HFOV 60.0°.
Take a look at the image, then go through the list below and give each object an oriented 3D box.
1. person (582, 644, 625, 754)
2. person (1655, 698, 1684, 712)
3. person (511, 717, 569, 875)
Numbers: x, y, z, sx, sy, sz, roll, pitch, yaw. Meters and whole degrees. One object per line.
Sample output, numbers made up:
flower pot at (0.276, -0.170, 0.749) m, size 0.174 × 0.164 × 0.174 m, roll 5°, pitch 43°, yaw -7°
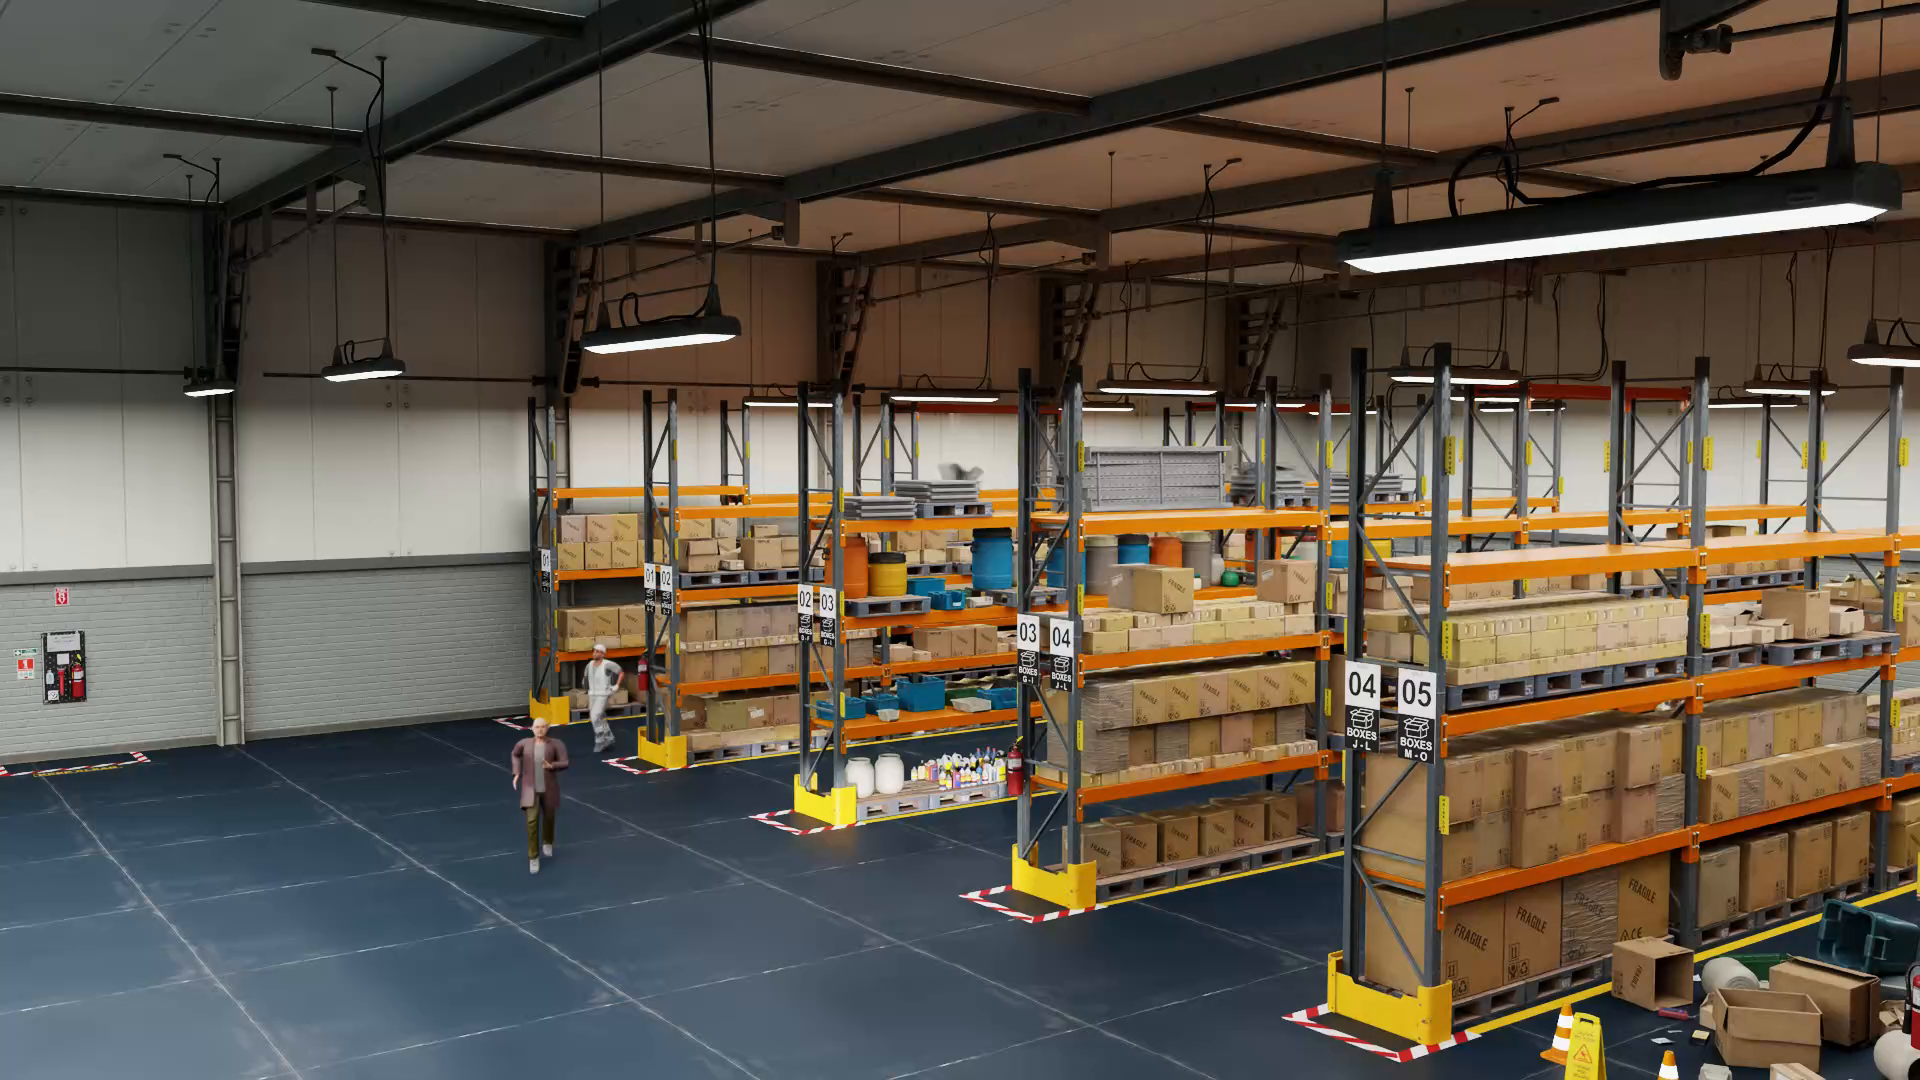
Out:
person at (-6.015, 2.638, 27.759) m, size 0.730 × 1.815 × 0.676 m, roll 2°, pitch 4°, yaw 28°
person at (9.986, 2.862, 23.297) m, size 0.939 × 1.765 × 0.656 m, roll -3°, pitch 4°, yaw -40°
person at (-5.103, 3.059, 20.235) m, size 0.686 × 1.808 × 0.988 m, roll -1°, pitch 3°, yaw -15°
